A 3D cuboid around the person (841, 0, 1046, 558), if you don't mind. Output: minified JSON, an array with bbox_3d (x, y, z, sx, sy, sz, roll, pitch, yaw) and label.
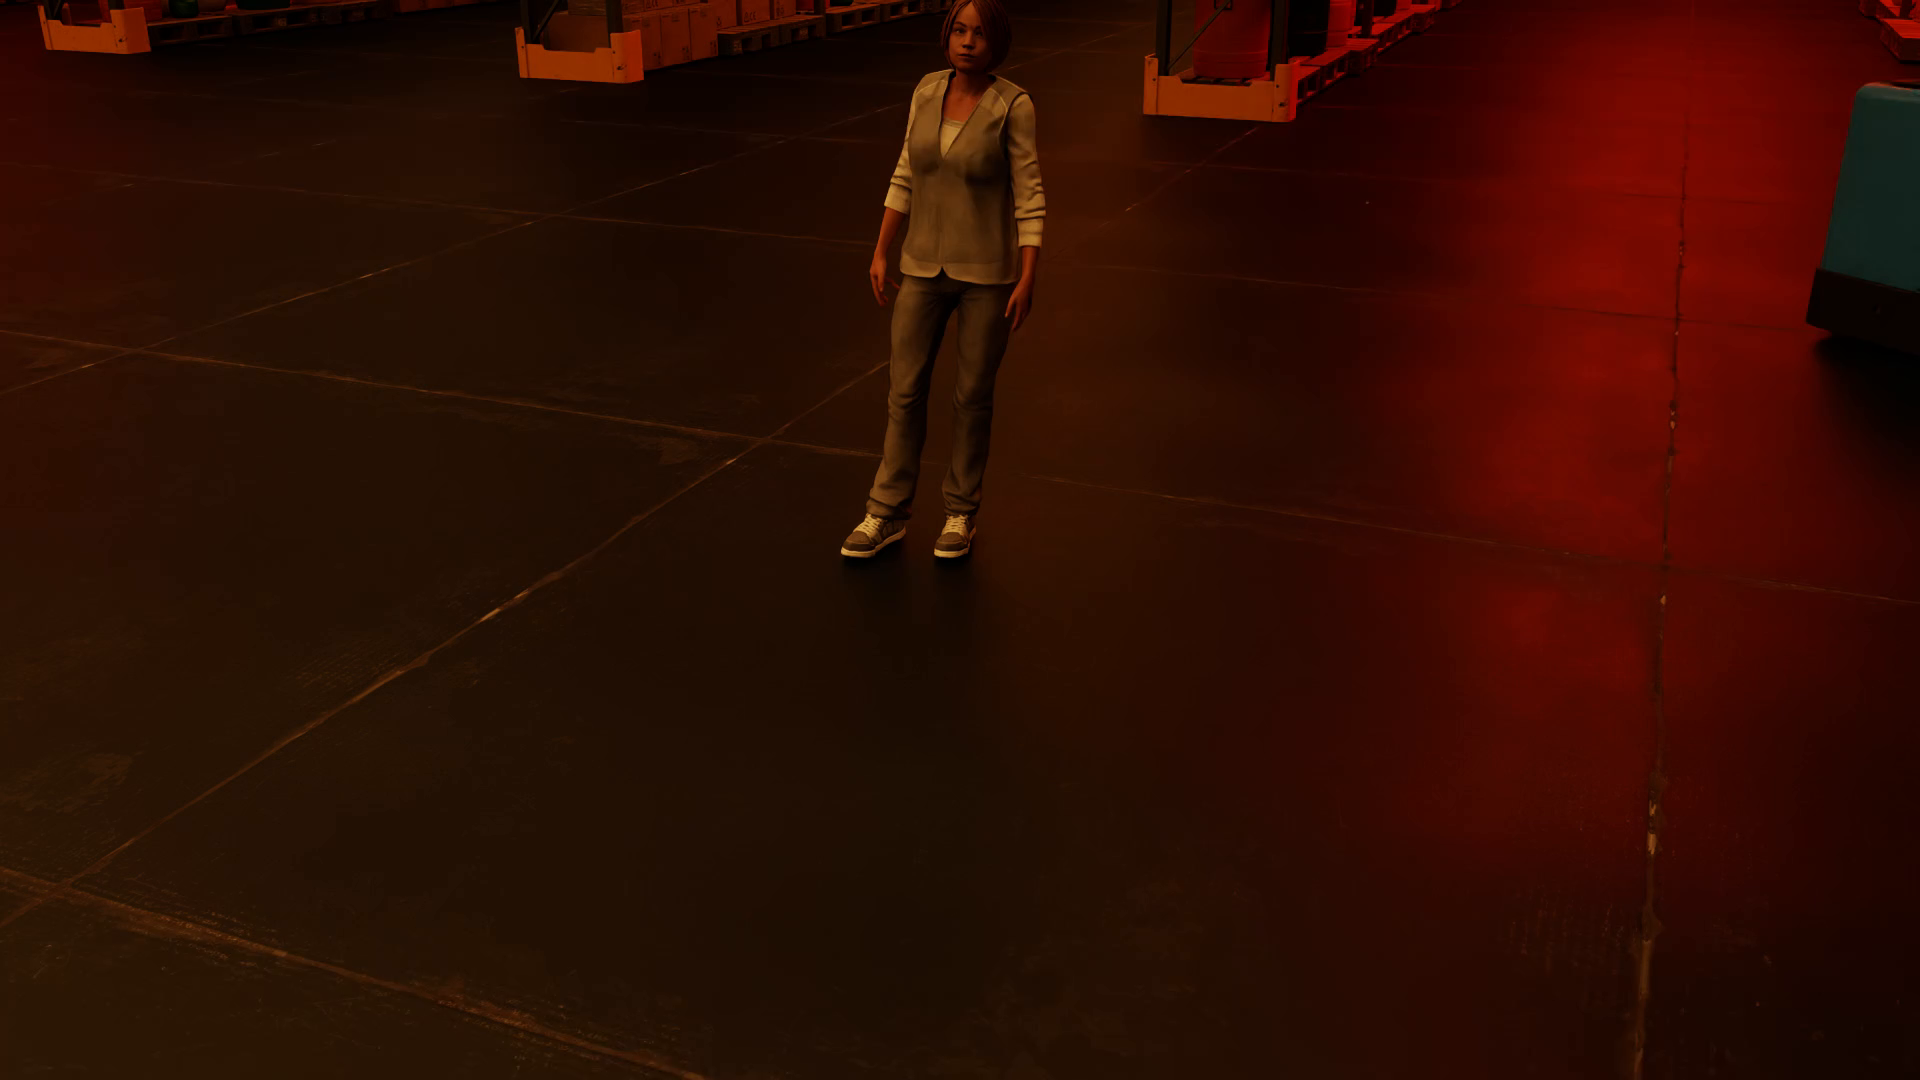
[{"bbox_3d":[-0.042,-0.719,4.723,0.520,1.599,0.473,9,24,21],"label":"person"}]

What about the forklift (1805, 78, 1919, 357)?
[{"bbox_3d":[5.191,-2.291,6.772,3.031,2.935,1.130,-10,25,-23],"label":"forklift"}]
